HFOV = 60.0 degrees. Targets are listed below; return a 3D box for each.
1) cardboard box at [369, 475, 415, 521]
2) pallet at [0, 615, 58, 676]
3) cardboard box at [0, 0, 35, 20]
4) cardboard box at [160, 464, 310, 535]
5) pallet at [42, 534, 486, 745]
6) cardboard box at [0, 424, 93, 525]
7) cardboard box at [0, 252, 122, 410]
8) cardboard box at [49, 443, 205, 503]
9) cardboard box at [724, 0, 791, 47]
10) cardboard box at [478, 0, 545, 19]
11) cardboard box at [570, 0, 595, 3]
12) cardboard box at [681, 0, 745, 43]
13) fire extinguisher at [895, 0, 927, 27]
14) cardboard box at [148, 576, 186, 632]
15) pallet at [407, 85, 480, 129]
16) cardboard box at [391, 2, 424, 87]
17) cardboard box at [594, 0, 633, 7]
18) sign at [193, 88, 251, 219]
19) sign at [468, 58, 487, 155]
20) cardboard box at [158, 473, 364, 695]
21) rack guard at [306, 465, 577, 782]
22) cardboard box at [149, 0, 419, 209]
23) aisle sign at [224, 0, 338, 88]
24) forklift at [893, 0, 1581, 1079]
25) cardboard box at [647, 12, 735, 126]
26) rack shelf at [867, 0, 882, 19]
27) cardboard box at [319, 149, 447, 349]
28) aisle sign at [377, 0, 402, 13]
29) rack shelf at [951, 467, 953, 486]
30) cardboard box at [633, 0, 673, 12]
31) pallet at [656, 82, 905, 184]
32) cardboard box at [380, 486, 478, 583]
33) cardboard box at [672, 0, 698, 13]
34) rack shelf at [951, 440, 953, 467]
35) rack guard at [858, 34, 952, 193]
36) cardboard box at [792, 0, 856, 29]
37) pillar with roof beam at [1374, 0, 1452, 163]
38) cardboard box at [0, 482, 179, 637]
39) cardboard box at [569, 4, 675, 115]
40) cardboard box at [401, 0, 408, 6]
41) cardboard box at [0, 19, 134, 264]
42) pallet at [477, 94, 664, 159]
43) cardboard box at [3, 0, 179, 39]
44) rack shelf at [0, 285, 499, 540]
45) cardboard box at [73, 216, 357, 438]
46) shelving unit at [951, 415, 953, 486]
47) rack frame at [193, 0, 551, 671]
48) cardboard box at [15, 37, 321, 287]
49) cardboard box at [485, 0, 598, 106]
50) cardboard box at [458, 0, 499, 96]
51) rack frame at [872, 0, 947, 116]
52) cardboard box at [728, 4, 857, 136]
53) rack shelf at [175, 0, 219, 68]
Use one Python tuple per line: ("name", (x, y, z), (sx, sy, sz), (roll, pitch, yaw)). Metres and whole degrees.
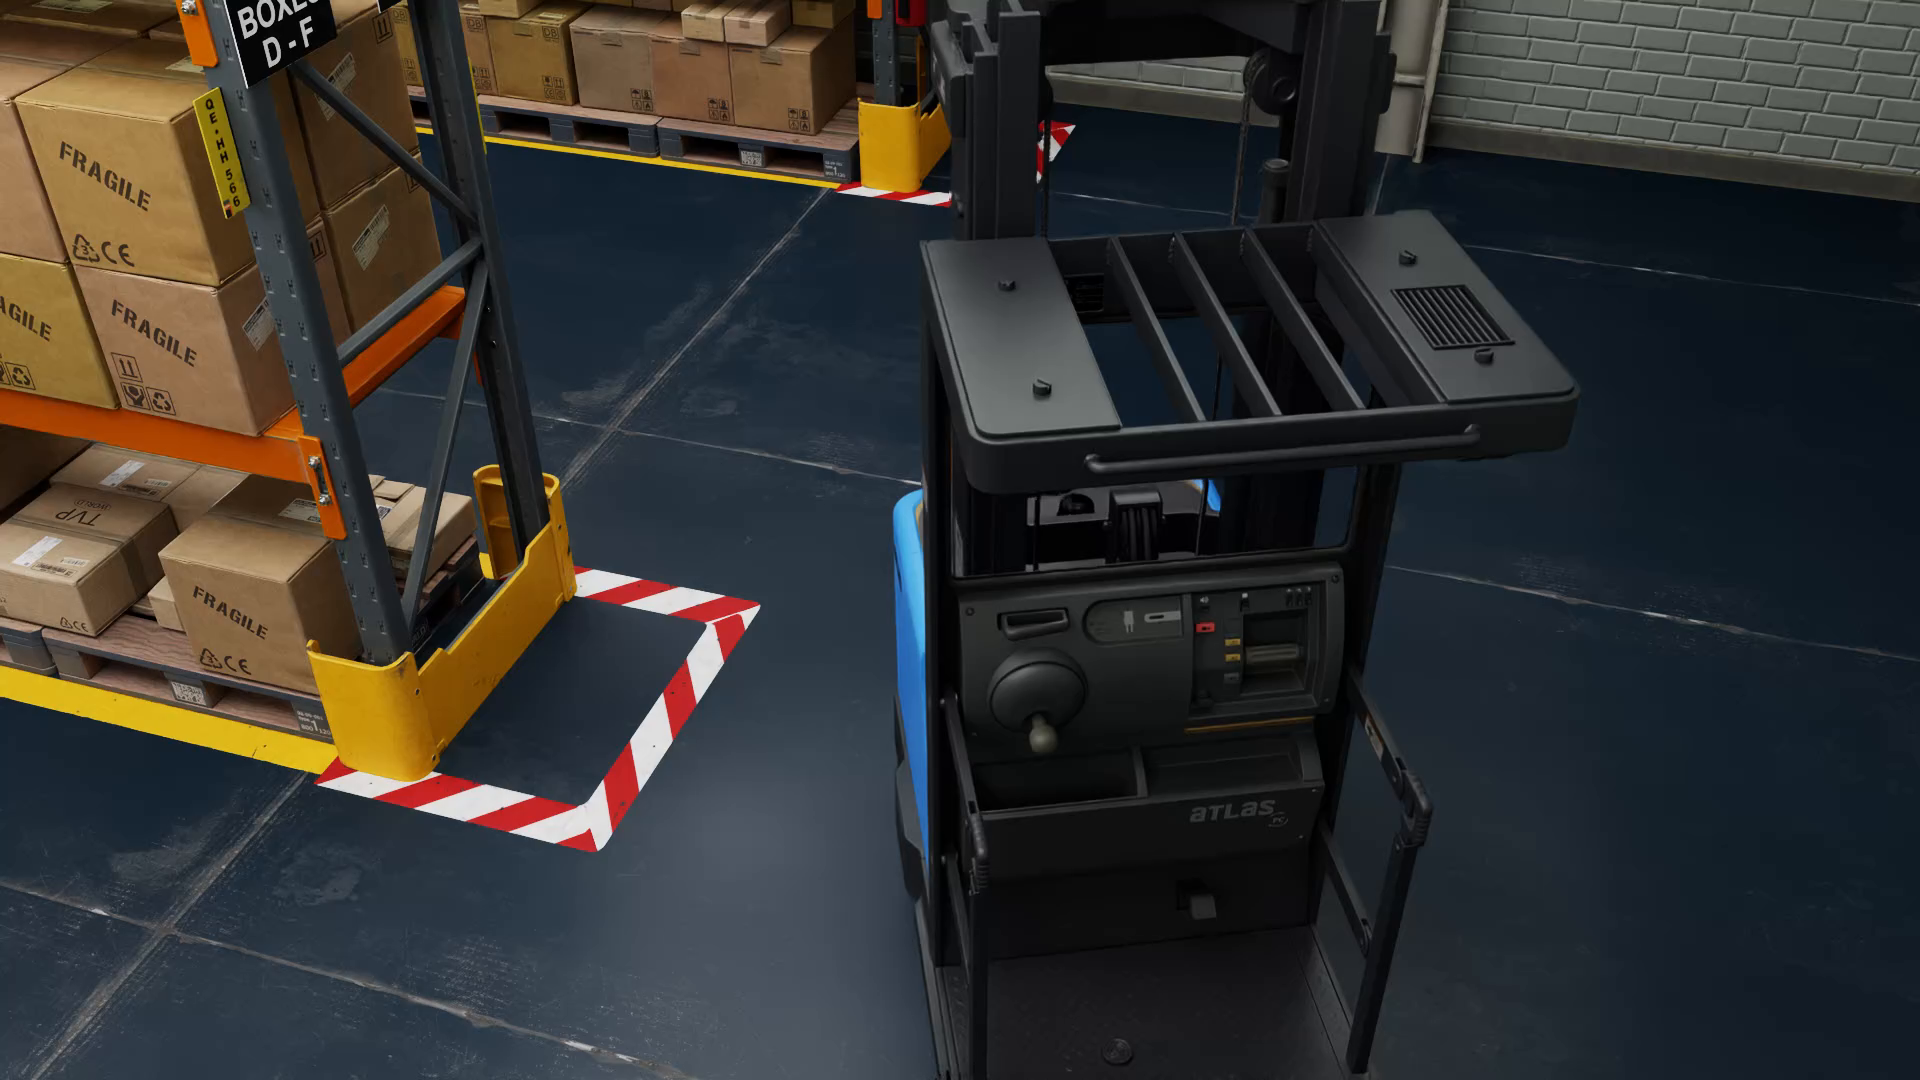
("cardboard box", (-2.278, -0.074, 6.339), (0.250, 0.166, 0.380), (10, 38, 14))
("pallet", (-3.737, 0.027, 6.535), (1.213, 0.211, 1.003), (10, 38, 14))
("cardboard box", (-3.065, -1.575, 5.432), (0.500, 0.500, 0.500), (11, 38, 15))
("cardboard box", (-2.654, -0.140, 6.359), (0.500, 0.250, 0.500), (10, 38, 14))
("pallet", (-2.576, 0.244, 6.241), (1.213, 0.211, 1.003), (10, 38, 14))
("cardboard box", (-3.766, -0.275, 6.328), (0.637, 0.503, 0.797), (10, 38, 14))
("cardboard box", (-2.748, -0.781, 5.196), (0.500, 0.500, 0.500), (11, 38, 14))
("cardboard box", (-3.132, -0.229, 6.479), (0.500, 0.250, 0.500), (10, 38, 14))
("cardboard box", (-1.144, -2.939, 9.420), (0.250, 0.149, 0.380), (10, 38, 13))
("cardboard box", (-2.633, -3.214, 9.793), (0.250, 0.149, 0.380), (9, 37, 13))
("cardboard box", (-2.240, -3.379, 10.018), (0.250, 0.149, 0.380), (10, 37, 13))
("cardboard box", (-1.388, -2.984, 9.481), (0.250, 0.149, 0.380), (11, 38, 15))
("fire extinguisher", (-0.263, -3.060, 8.757), (0.183, 0.674, 0.296), (10, 38, 14))
("cardboard box", (-2.695, 0.159, 6.022), (0.250, 0.166, 0.380), (10, 38, 14))
("pallet", (-3.385, -2.934, 10.559), (1.213, 0.211, 1.003), (10, 38, 14))
("cardboard box", (-3.404, -3.208, 10.333), (0.500, 0.500, 0.700), (11, 38, 14))
("cardboard box", (-1.999, -3.334, 9.956), (0.250, 0.149, 0.380), (11, 38, 14))
("sign", (-1.927, -1.009, 4.346), (0.005, 0.325, 0.100), (10, 38, 14))
("sign", (-1.581, -1.381, 5.366), (0.005, 0.325, 0.100), (10, 38, 14))
("cardboard box", (-2.335, 0.147, 5.757), (0.500, 0.500, 0.500), (10, 38, 14))
("rack guard", (-1.815, 0.268, 5.964), (0.348, 0.500, 1.175), (10, 38, 14))
("cardboard box", (-2.088, -1.396, 5.188), (0.500, 0.500, 0.500), (12, 38, 15))
("aisle sign", (-1.769, -1.587, 4.183), (0.004, 0.787, 0.394), (10, 38, 14))
("forklift", (0.494, 0.353, 3.798), (1.130, 2.935, 3.031), (-5, 37, -6))
("cardboard box", (-1.445, -2.847, 9.842), (0.500, 0.500, 0.700), (10, 38, 14))
("rack shelf", (-2.178, -3.593, 9.708), (4.000, 0.370, 1.077), (10, 38, 14))
("cardboard box", (-2.088, -0.993, 5.485), (0.500, 0.500, 0.500), (11, 38, 15))
("aisle sign", (-1.590, -1.927, 4.644), (0.004, 0.787, 0.394), (10, 38, 14))
("rack shelf", (-0.014, -0.257, 6.566), (0.180, 0.103, 0.258), (10, 38, 14))
("cardboard box", (-1.754, -3.289, 9.895), (0.250, 0.149, 0.380), (11, 38, 15))
("pallet", (-1.056, -2.503, 9.973), (1.213, 0.211, 1.003), (10, 38, 14))
("cardboard box", (-2.040, -0.023, 6.285), (0.250, 0.149, 0.380), (10, 38, 14))
("cardboard box", (-1.511, -3.244, 9.835), (0.250, 0.149, 0.380), (11, 38, 14))
("rack shelf", (-0.014, -0.353, 6.495), (0.180, 0.103, 0.258), (10, 38, 14))
("rack guard", (-0.246, -2.518, 9.749), (0.348, 0.500, 1.175), (10, 38, 14))
("cardboard box", (-0.788, -3.111, 9.653), (0.250, 0.149, 0.380), (11, 38, 14))
("pillar with roof beam", (1.282, -3.521, 3.943), (0.400, 9.000, 9.100), (10, 38, 14))
("cardboard box", (-3.233, 0.063, 6.082), (0.500, 0.250, 0.500), (10, 38, 14))
("cardboard box", (-1.925, -2.935, 9.962), (0.500, 0.500, 0.700), (9, 37, 12))
("cardboard box", (-3.131, -3.306, 9.918), (0.250, 0.149, 0.380), (12, 38, 15))
("cardboard box", (-2.732, -1.180, 4.895), (0.500, 0.500, 0.500), (12, 38, 15))
("pallet", (-2.216, -2.720, 10.267), (1.213, 0.211, 1.003), (10, 38, 14))
("cardboard box", (-2.589, -1.484, 5.308), (0.500, 0.500, 0.500), (11, 38, 14))
("rack shelf", (-3.652, -0.789, 5.899), (4.000, 0.370, 1.077), (10, 38, 14))
("cardboard box", (-2.251, -0.691, 5.074), (0.500, 0.500, 0.500), (12, 38, 15))
("shelving unit", (-0.014, -0.486, 6.398), (0.189, 1.200, 0.258), (10, 38, 14))
("rack frame", (-1.743, -0.726, 5.205), (0.127, 3.000, 1.000), (10, 38, 14))
("cardboard box", (-2.249, -1.092, 4.775), (0.500, 0.500, 0.500), (10, 38, 13))
("cardboard box", (-2.436, -3.026, 10.085), (0.500, 0.500, 0.700), (11, 38, 15))
("cardboard box", (-2.925, -3.118, 10.210), (0.500, 0.500, 0.700), (10, 38, 13))
("rack frame", (-0.269, -3.529, 9.014), (0.127, 3.000, 1.000), (10, 38, 14))
("cardboard box", (-0.967, -2.759, 9.722), (0.500, 0.500, 0.700), (10, 38, 14))
("rack shelf", (-3.652, -1.997, 5.010), (4.000, 0.370, 1.077), (10, 38, 14))
